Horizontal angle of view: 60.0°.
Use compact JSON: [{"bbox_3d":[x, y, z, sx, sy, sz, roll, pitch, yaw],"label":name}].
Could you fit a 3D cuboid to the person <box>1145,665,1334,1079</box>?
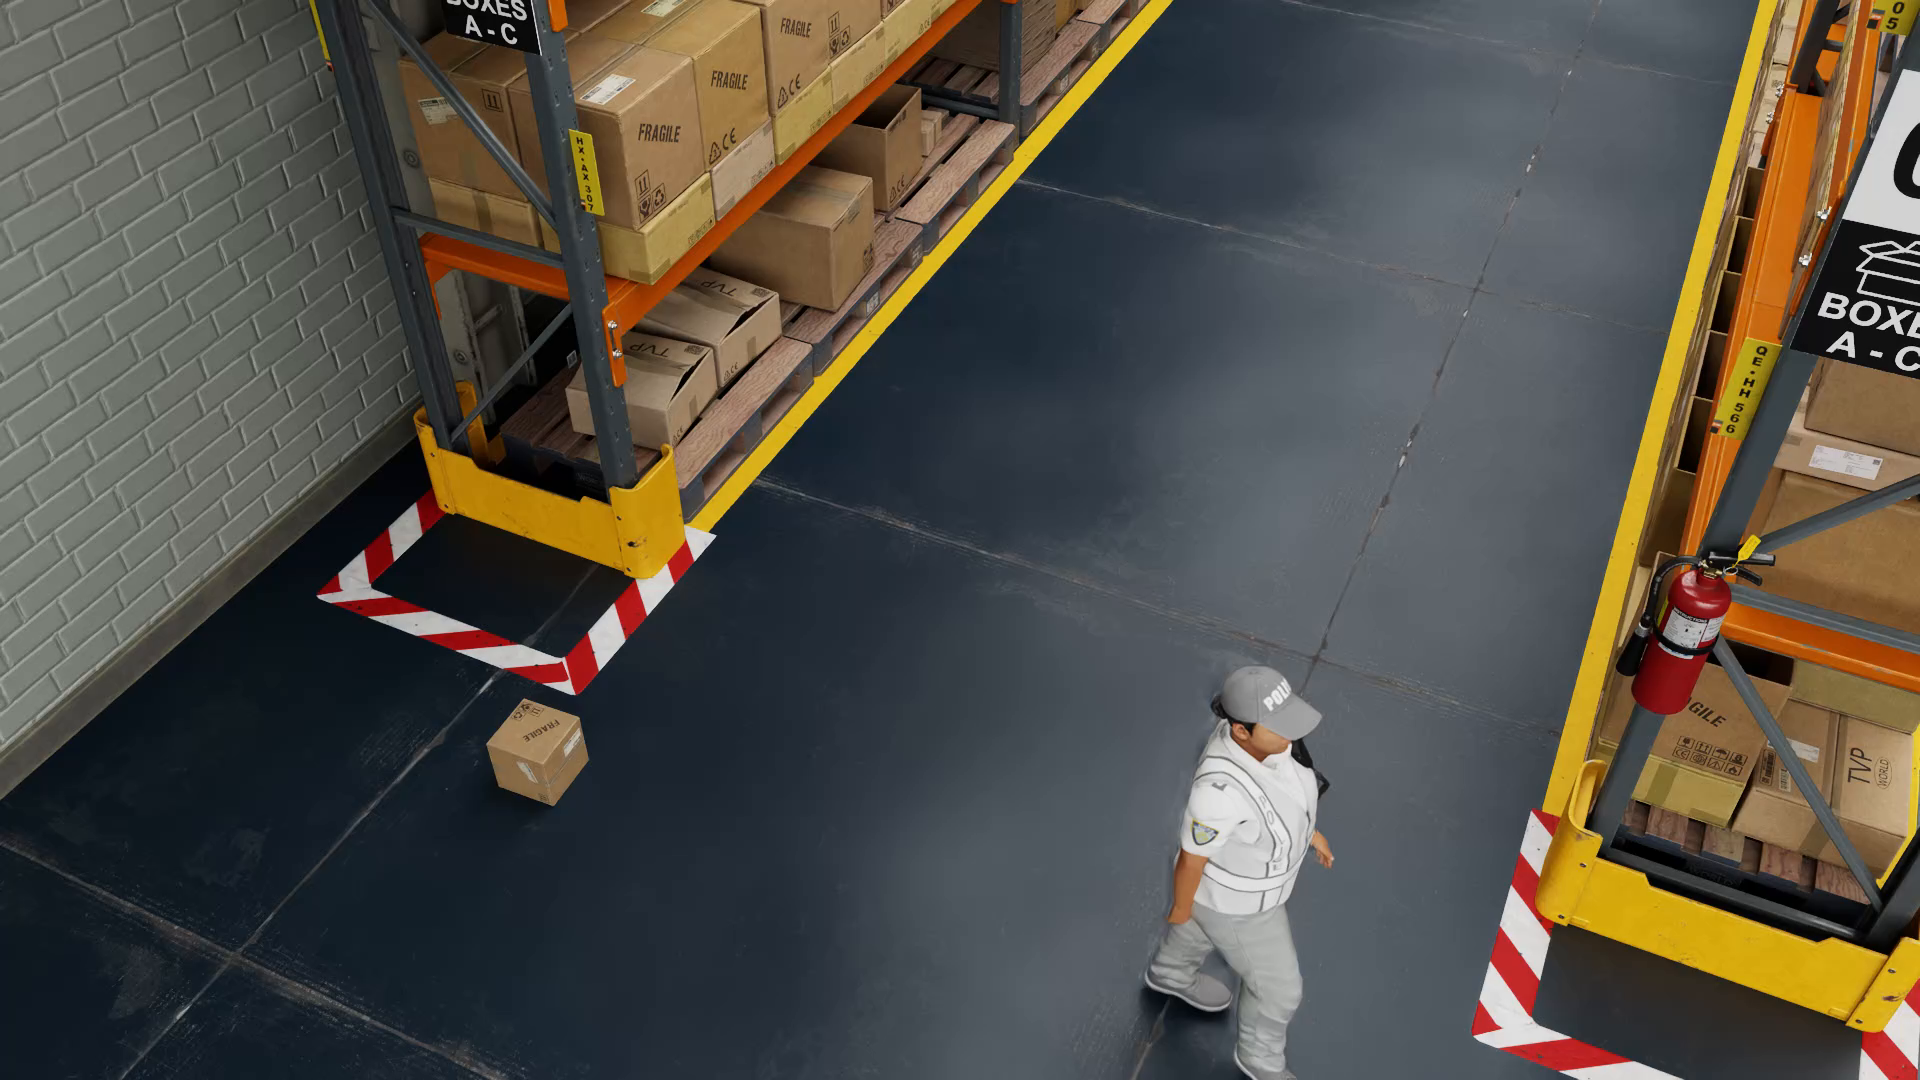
[{"bbox_3d":[0.904,1.030,5.049,0.626,1.719,0.479,16,45,17],"label":"person"}]
